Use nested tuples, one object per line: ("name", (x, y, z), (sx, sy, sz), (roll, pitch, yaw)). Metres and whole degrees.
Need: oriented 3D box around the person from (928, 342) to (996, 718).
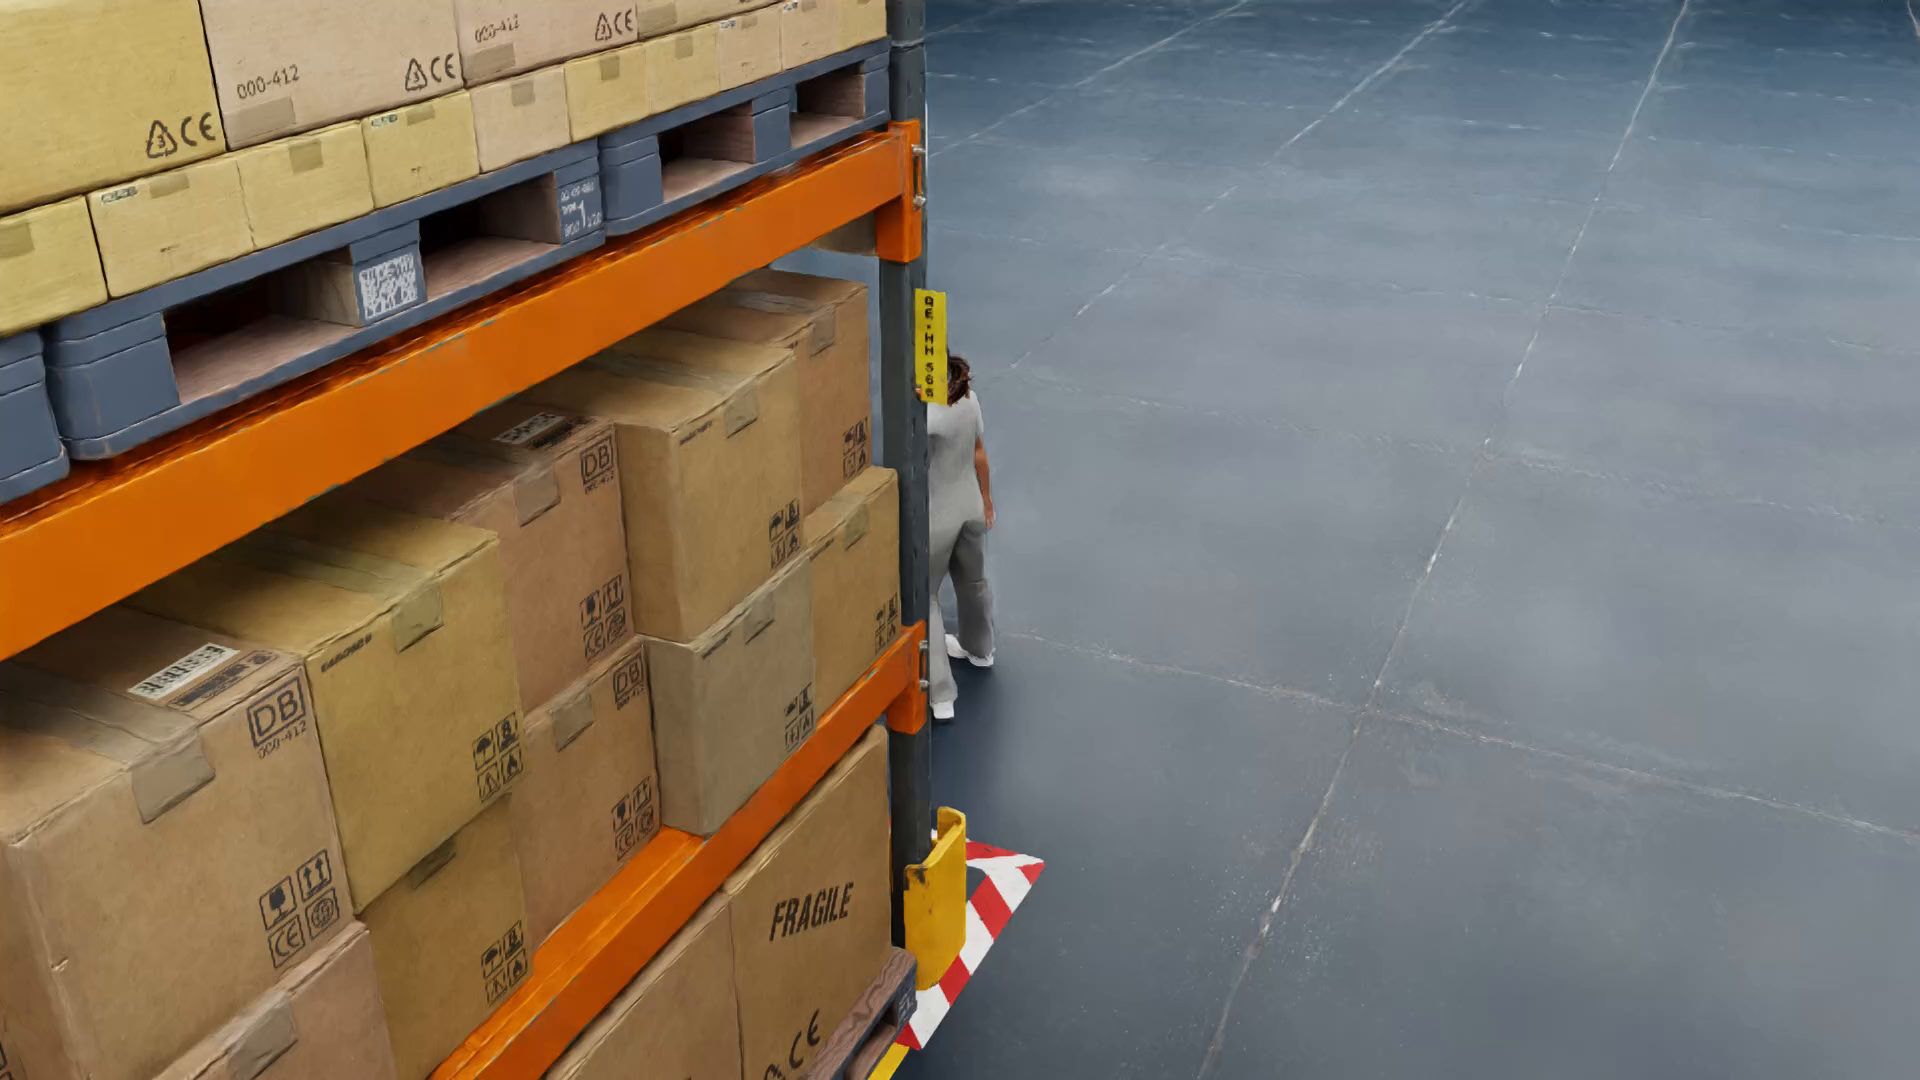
("person", (-0.069, 0.000, 6.914), (0.595, 1.413, 0.519), (-23, 34, -38))
